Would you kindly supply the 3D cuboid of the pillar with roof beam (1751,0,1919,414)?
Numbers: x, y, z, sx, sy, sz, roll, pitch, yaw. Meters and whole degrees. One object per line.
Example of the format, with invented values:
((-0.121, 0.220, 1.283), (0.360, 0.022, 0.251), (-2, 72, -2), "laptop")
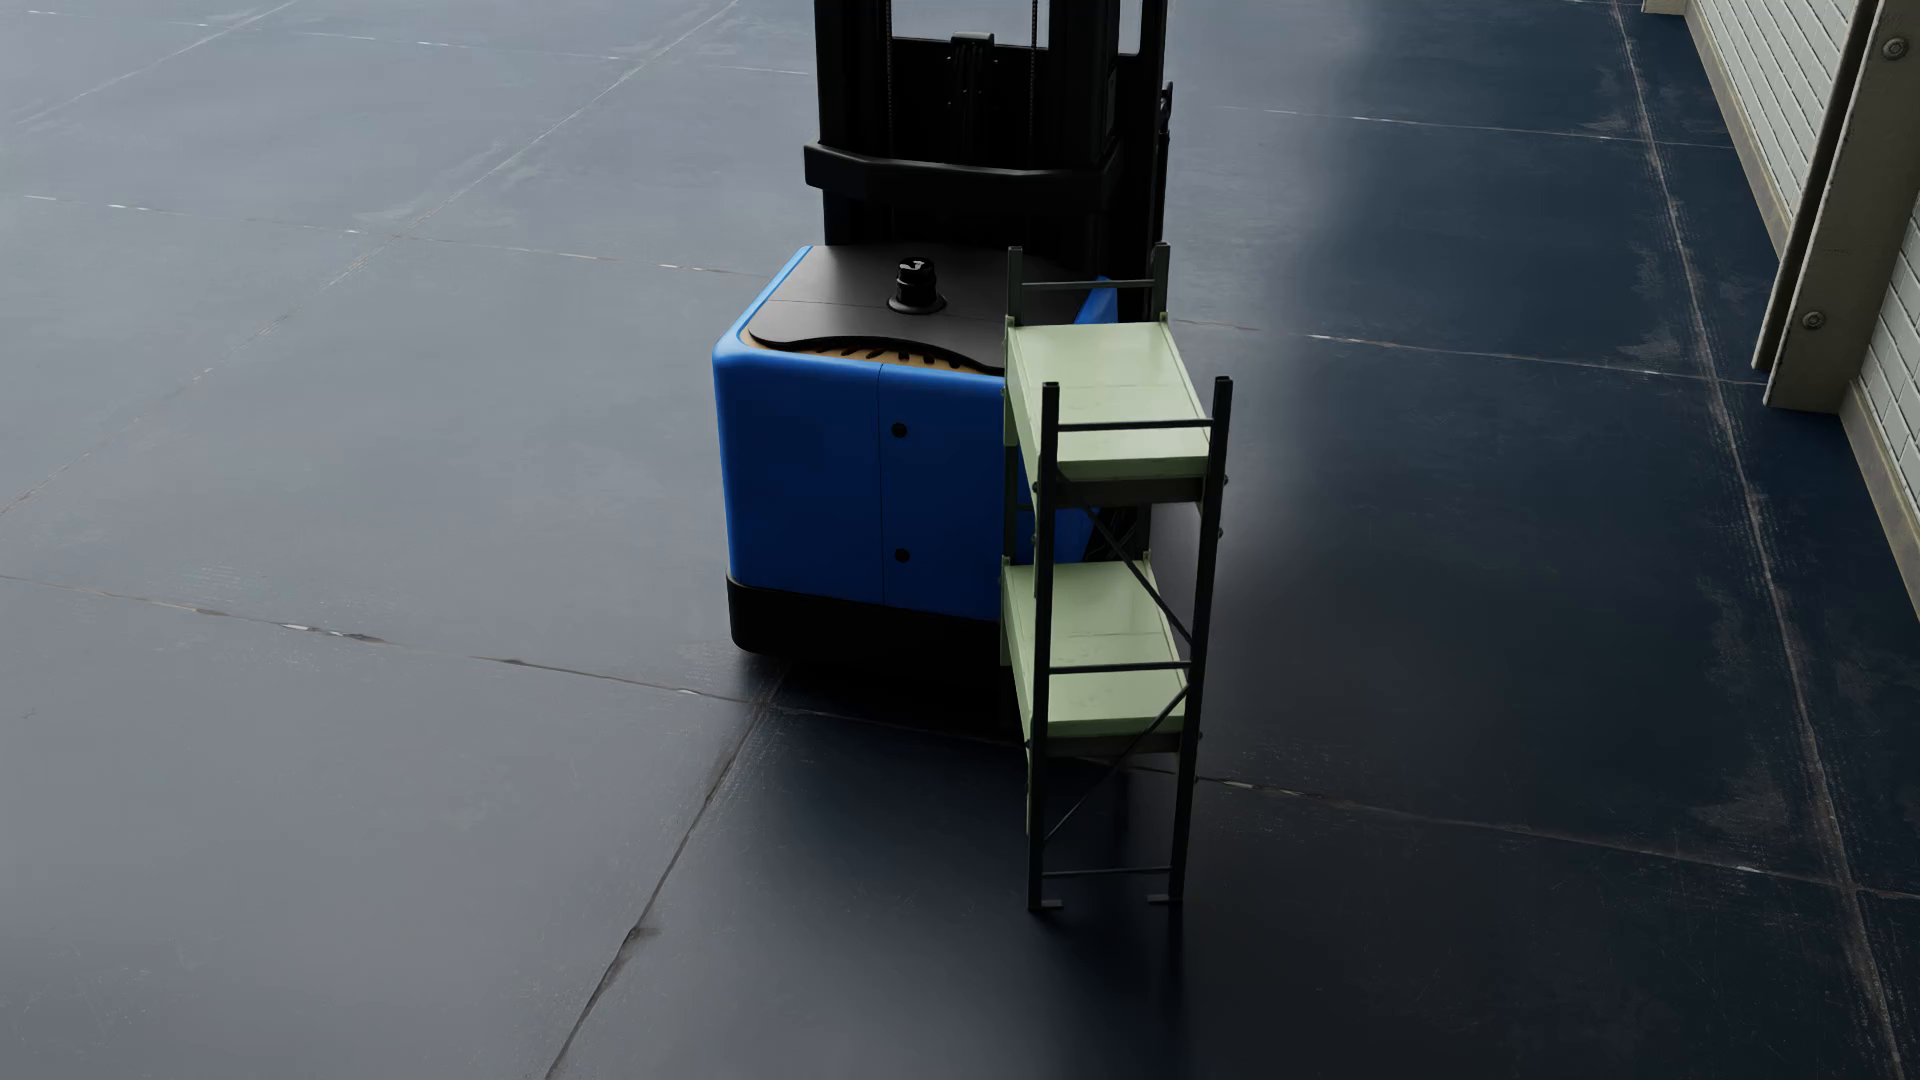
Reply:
((-0.778, -4.996, 5.221), (9.100, 9.000, 0.400), (8, 33, 12), "pillar with roof beam")

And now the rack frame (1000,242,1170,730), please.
((0.318, -0.091, 4.495), (0.400, 1.500, 0.023), (-2, 33, -4), "rack frame")

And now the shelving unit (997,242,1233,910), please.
((0.345, 0.105, 4.187), (0.431, 1.500, 0.755), (-2, 33, -4), "shelving unit")

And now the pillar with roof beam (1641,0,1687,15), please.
((0.745, -8.110, 10.119), (9.100, 9.000, 0.400), (8, 33, 12), "pillar with roof beam")

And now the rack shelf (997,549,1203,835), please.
((0.345, 0.380, 4.362), (0.431, 0.370, 0.720), (-2, 33, -4), "rack shelf")

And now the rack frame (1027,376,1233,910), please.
((0.372, 0.301, 3.879), (0.400, 1.500, 0.023), (-2, 33, -4), "rack frame")

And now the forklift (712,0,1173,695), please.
((0.157, -1.561, 5.473), (1.130, 2.935, 3.031), (8, 33, 12), "forklift")

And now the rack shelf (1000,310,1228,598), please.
((0.345, -0.224, 3.977), (0.431, 0.370, 0.720), (-2, 33, -4), "rack shelf")
